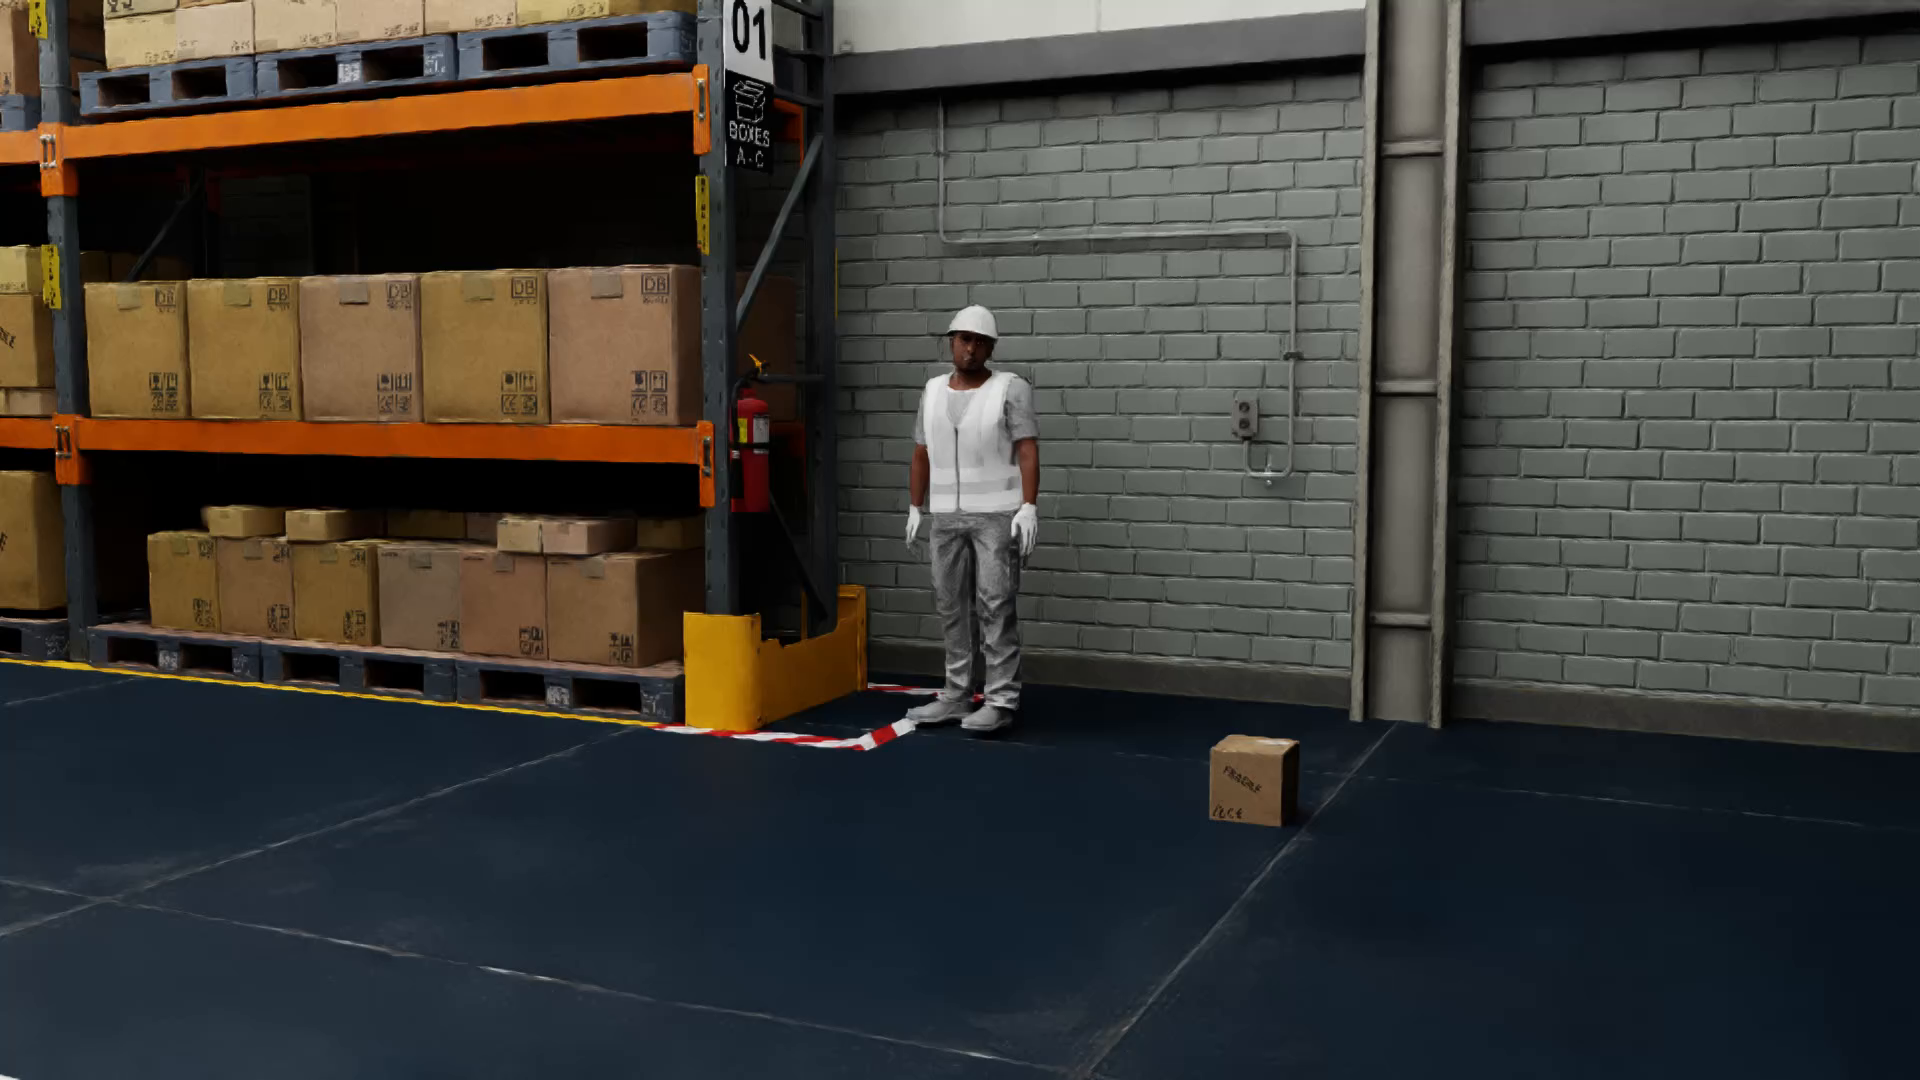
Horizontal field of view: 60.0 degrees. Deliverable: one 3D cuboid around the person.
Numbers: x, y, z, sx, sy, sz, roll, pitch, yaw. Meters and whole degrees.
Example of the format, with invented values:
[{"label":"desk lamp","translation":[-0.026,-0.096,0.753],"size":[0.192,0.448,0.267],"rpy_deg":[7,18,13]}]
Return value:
[{"label":"person","translation":[0.047,-0.094,7.049],"size":[0.638,1.792,0.392],"rpy_deg":[3,6,30]}]
